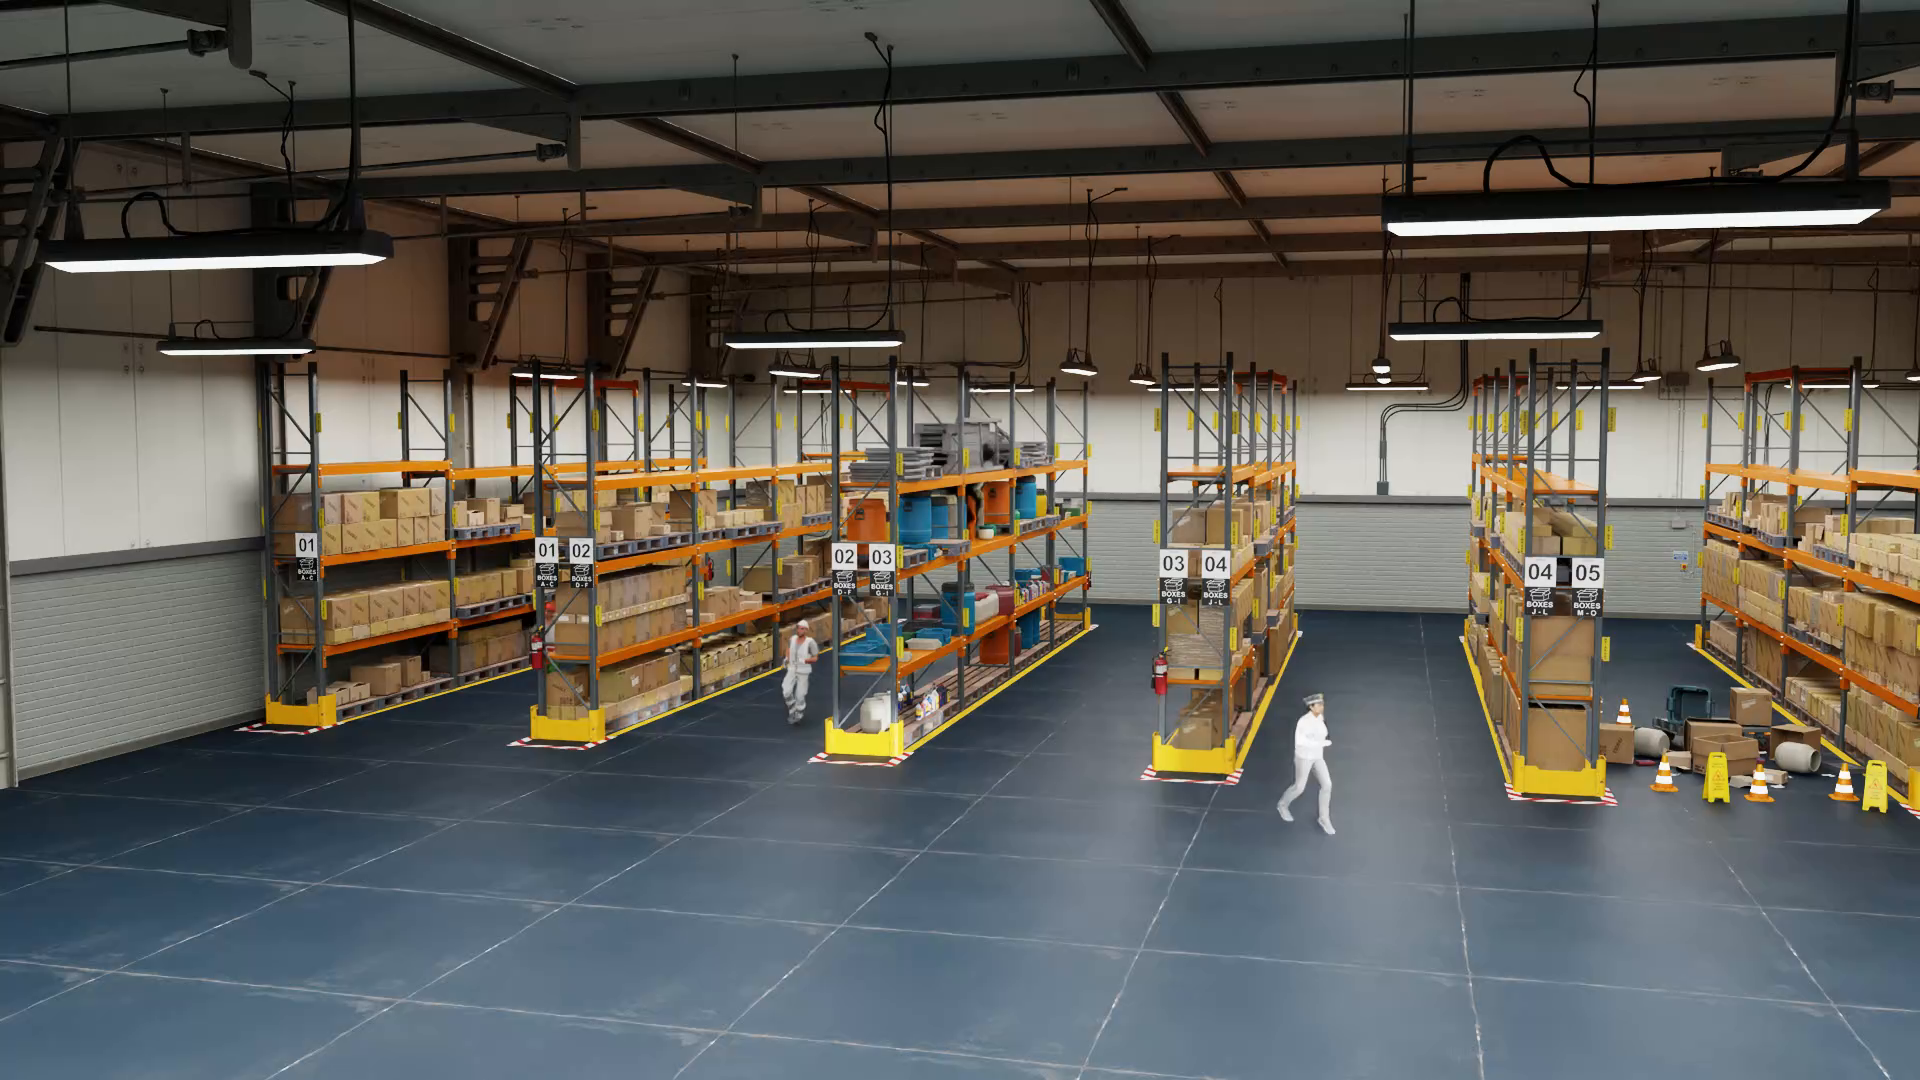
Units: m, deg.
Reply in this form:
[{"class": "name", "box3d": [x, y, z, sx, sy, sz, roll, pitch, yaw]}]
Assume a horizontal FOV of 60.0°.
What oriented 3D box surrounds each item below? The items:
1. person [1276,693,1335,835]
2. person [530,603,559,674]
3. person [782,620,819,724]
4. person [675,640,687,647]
[{"class": "person", "box3d": [4.279, 2.727, 20.525, 0.638, 1.724, 0.891, -3, 5, -41]}, {"class": "person", "box3d": [-7.264, 2.043, 29.389, 0.664, 1.852, 0.777, 1, 4, 8]}, {"class": "person", "box3d": [-2.627, 2.189, 27.453, 0.645, 1.742, 0.637, 1, 4, 15]}, {"class": "person", "box3d": [-6.013, 1.792, 35.371, 0.560, 1.467, 0.605, 1, 4, 19]}]
